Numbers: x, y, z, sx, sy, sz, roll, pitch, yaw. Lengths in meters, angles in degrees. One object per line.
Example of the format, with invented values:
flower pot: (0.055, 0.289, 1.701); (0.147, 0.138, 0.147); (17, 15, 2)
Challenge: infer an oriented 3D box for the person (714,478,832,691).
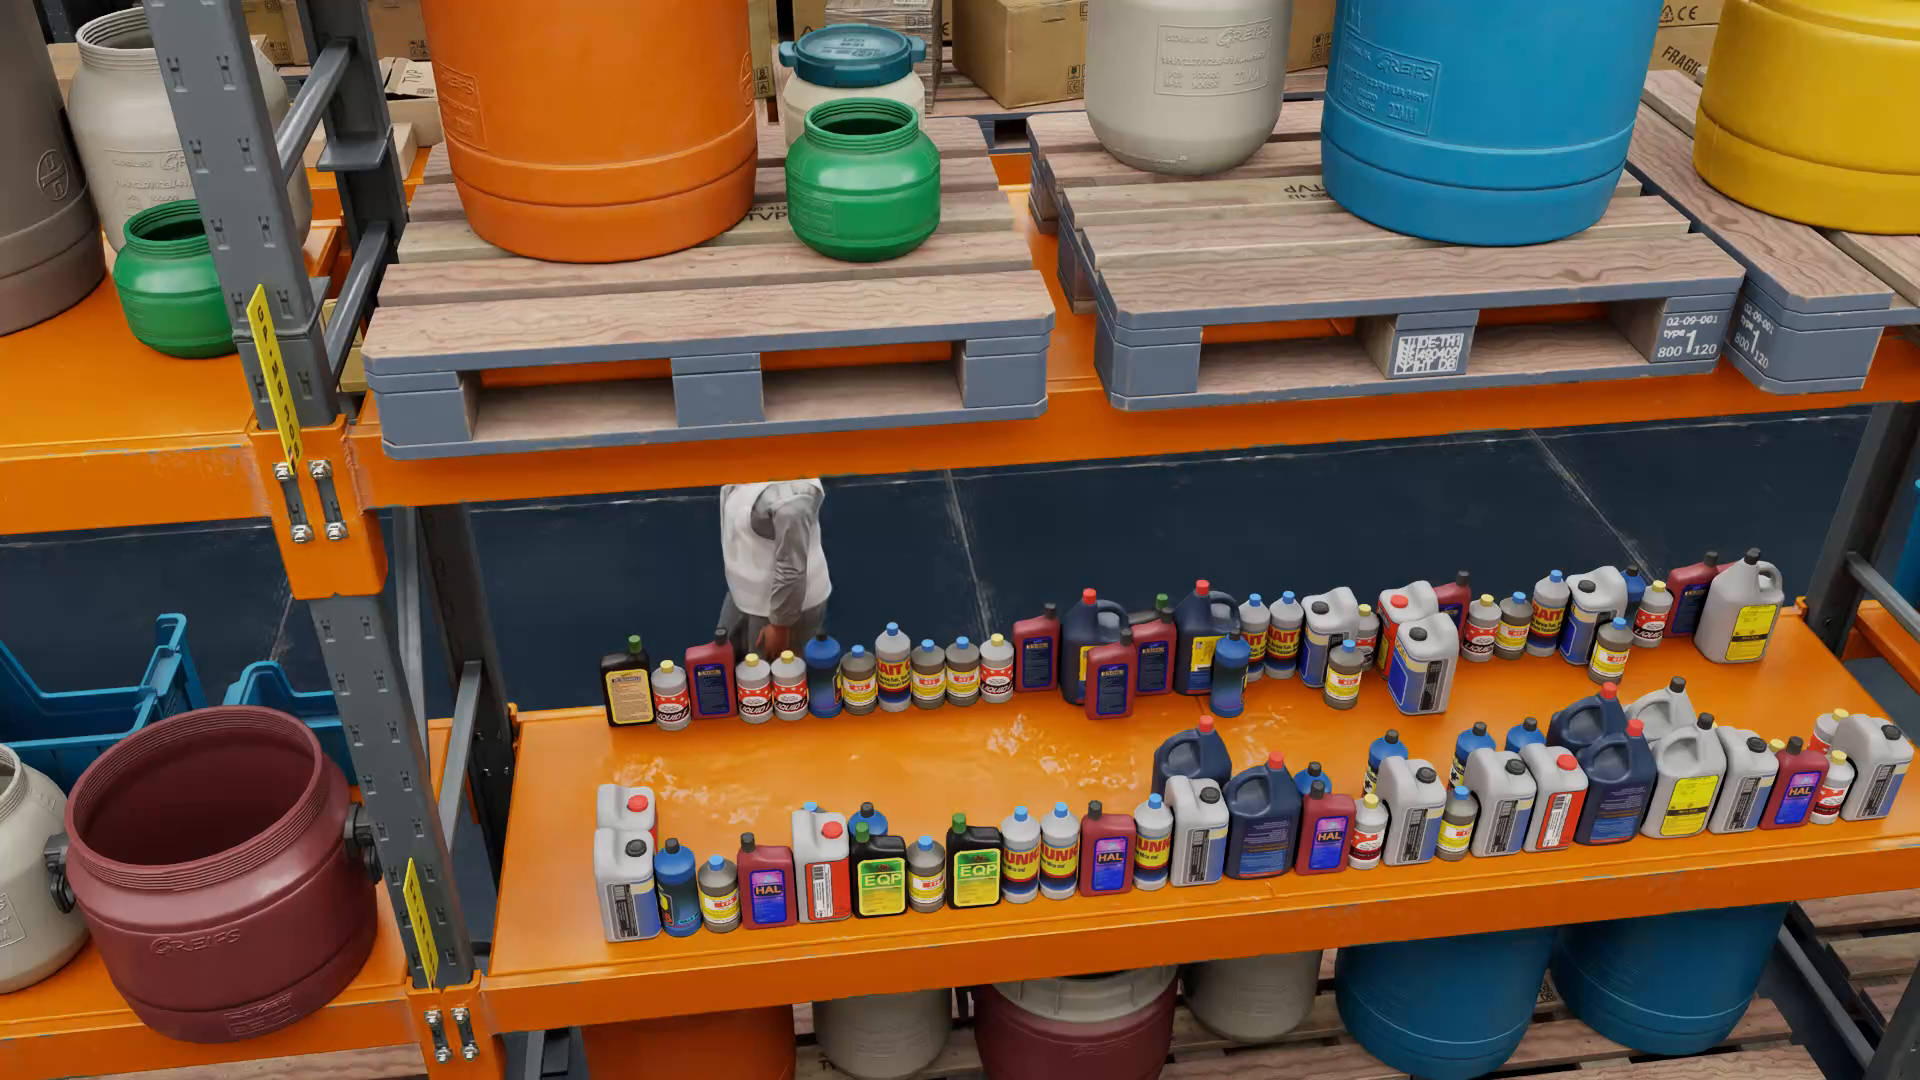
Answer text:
person: (-0.628, 0.156, 5.847); (0.499, 1.766, 0.562); (-9, 36, -13)
